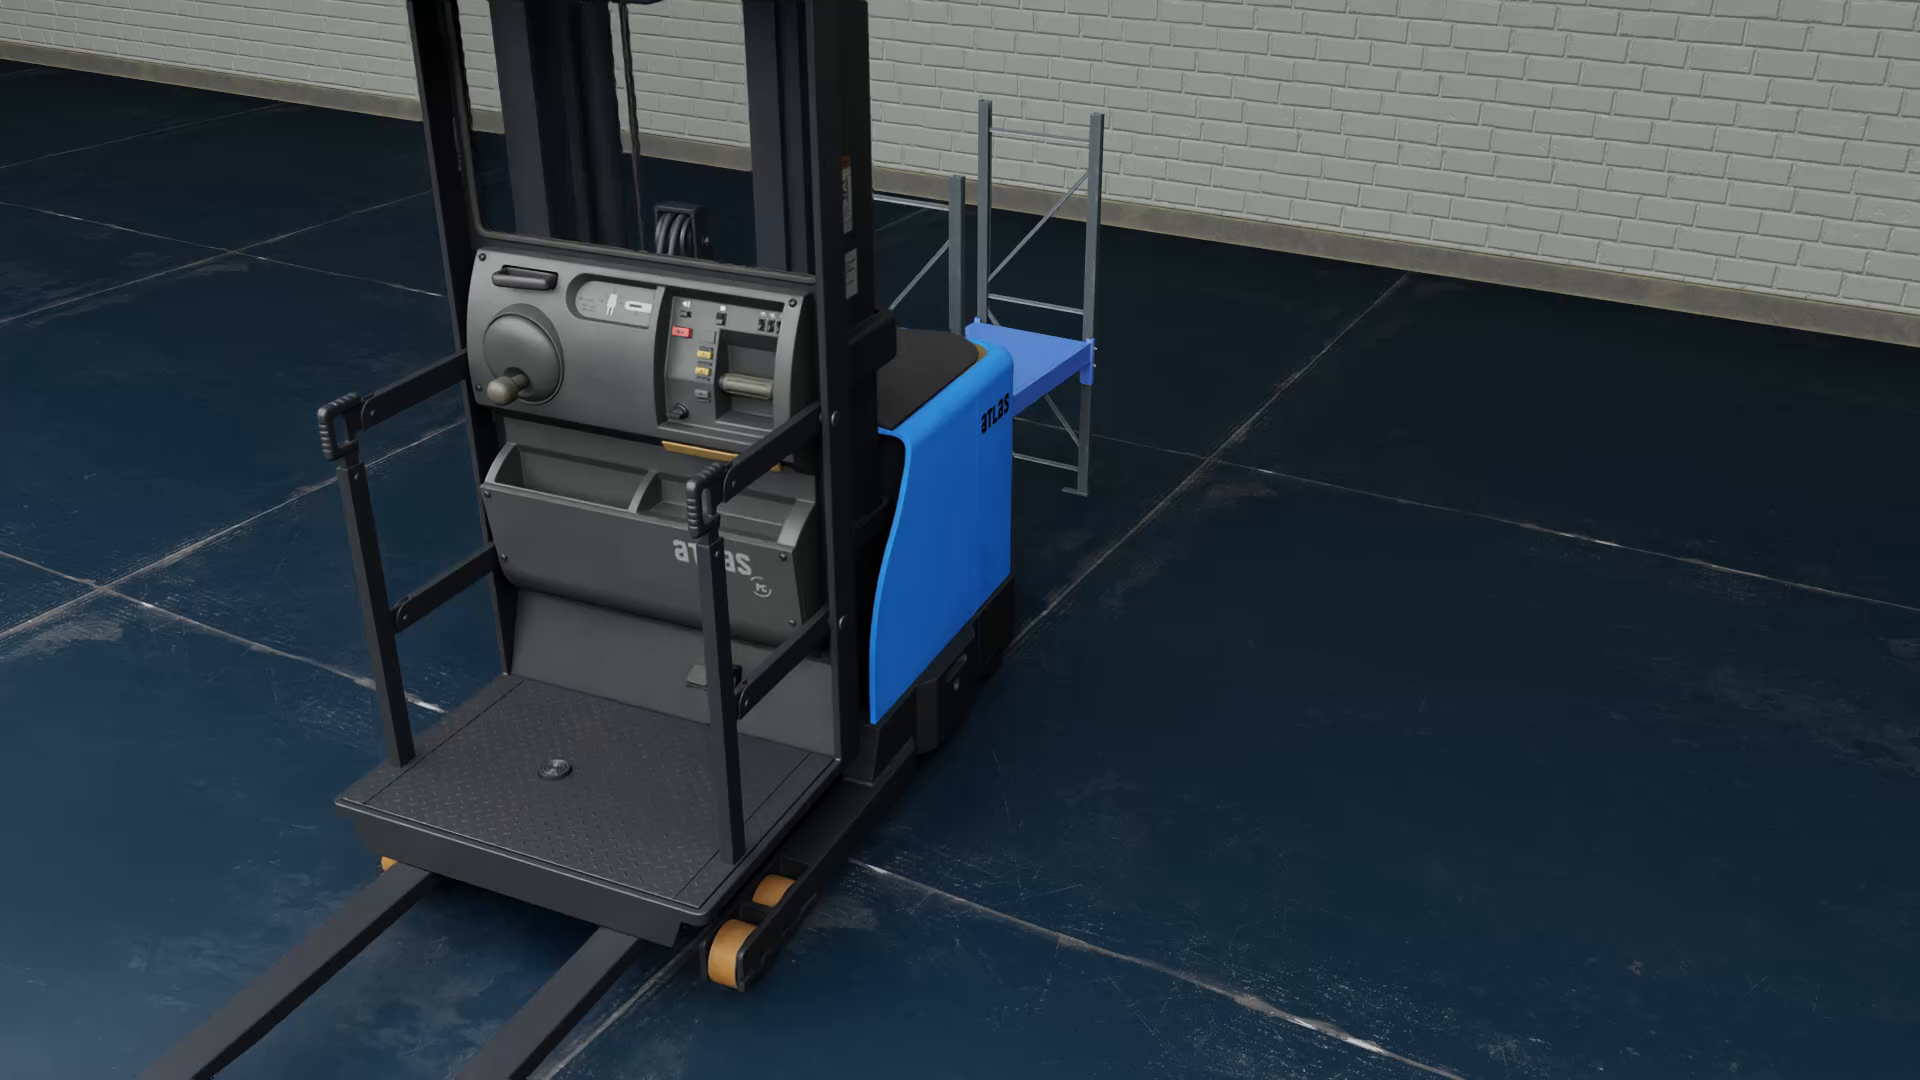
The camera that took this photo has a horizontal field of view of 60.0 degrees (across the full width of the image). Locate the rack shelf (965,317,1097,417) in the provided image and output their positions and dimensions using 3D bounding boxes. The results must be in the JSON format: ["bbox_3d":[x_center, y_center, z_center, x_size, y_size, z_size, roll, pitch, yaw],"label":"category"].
[{"bbox_3d":[0.042,-0.543,6.061,0.538,0.185,1.000,14,30,26],"label":"rack shelf"}]

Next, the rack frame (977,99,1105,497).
[{"bbox_3d":[0.292,-0.902,6.376,0.500,1.500,0.032,14,30,26],"label":"rack frame"}]

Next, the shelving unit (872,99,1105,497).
[{"bbox_3d":[0.042,-0.704,5.981,0.538,1.500,1.048,14,30,26],"label":"shelving unit"}]

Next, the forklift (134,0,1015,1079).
[{"bbox_3d":[-0.882,-0.434,3.843,1.130,2.935,3.031,11,29,21],"label":"forklift"}]

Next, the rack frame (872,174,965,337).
[{"bbox_3d":[-0.208,-0.506,5.585,0.500,1.500,0.032,14,30,26],"label":"rack frame"}]
